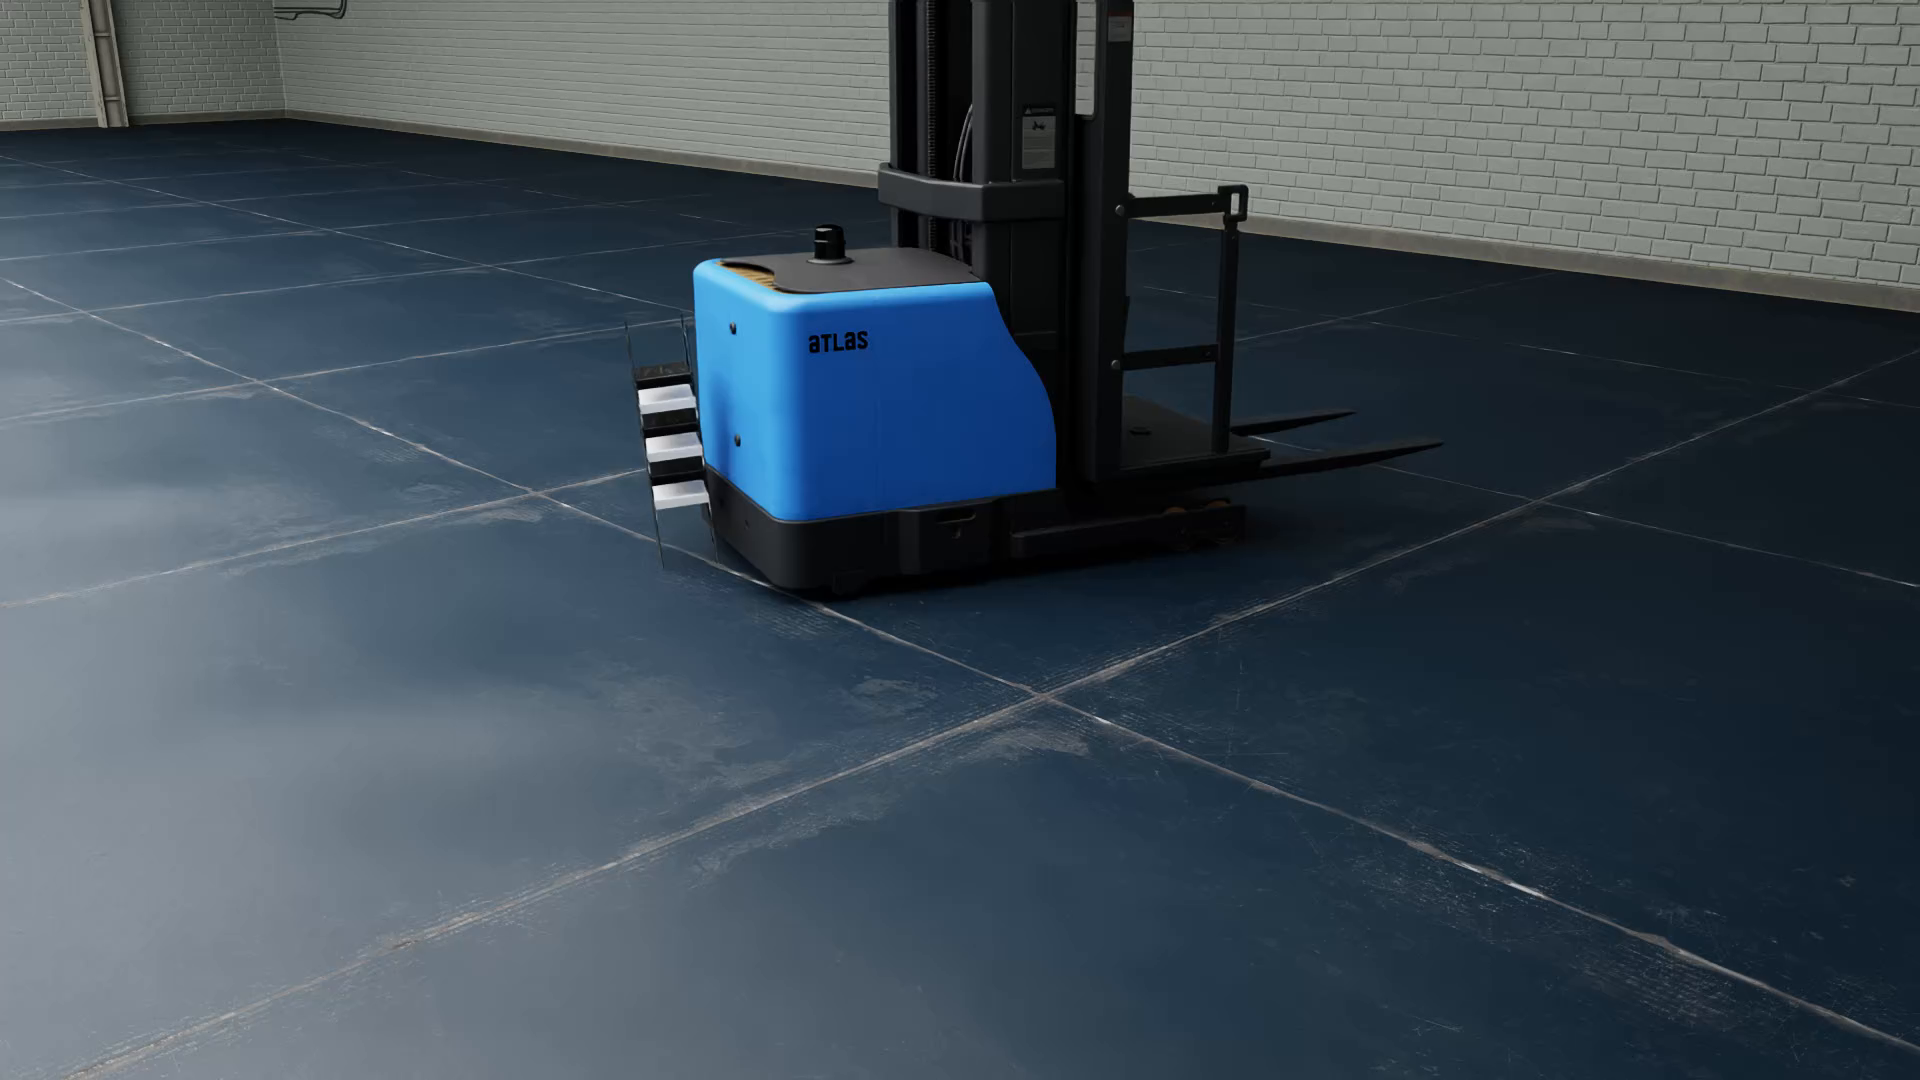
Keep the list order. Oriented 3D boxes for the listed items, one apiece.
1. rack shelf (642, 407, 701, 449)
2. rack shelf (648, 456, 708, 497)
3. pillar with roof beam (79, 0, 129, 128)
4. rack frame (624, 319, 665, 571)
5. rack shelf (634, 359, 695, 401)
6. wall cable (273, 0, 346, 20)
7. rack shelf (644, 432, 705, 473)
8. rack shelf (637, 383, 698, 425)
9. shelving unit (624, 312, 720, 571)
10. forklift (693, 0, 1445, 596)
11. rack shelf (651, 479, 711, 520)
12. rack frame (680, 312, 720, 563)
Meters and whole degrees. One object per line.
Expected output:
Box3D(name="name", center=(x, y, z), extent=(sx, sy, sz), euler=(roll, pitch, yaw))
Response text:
Box3D(name="rack shelf", center=(-1.062, -0.414, 6.093), extent=(0.200, 0.077, 0.258), euler=(-9, 19, -11))
Box3D(name="rack shelf", center=(-1.047, -0.244, 6.152), extent=(0.200, 0.077, 0.258), euler=(-9, 19, -11))
Box3D(name="pillar with roof beam", center=(-11.205, -10.237, 23.469), extent=(0.400, 9.000, 9.100), euler=(-16, 24, -41))
Box3D(name="rack frame", center=(-1.156, -0.345, 6.093), extent=(0.006, 0.900, 0.240), euler=(-9, 19, -11))
Box3D(name="rack shelf", center=(-1.077, -0.583, 6.034), extent=(0.200, 0.077, 0.258), euler=(-9, 19, -11))
Box3D(name="wall cable", center=(-11.114, -10.053, 27.935), extent=(0.112, 2.526, 3.097), euler=(-16, 24, -41))
Box3D(name="rack shelf", center=(-1.054, -0.329, 6.122), extent=(0.200, 0.077, 0.258), euler=(-9, 19, -11))
Box3D(name="rack shelf", center=(-1.069, -0.498, 6.064), extent=(0.200, 0.077, 0.258), euler=(-9, 19, -11))
Box3D(name="shelving unit", center=(-1.057, -0.360, 6.111), extent=(0.210, 0.900, 0.258), euler=(-9, 19, -11))
Box3D(name="forklift", center=(0.542, -1.490, 6.328), extent=(3.031, 2.935, 1.130), euler=(-8, 20, -24))
Box3D(name="rack shelf", center=(-1.039, -0.159, 6.181), extent=(0.200, 0.077, 0.258), euler=(-9, 19, -11))
Box3D(name="rack frame", center=(-0.958, -0.376, 6.130), extent=(0.006, 0.900, 0.240), euler=(-9, 19, -11))
